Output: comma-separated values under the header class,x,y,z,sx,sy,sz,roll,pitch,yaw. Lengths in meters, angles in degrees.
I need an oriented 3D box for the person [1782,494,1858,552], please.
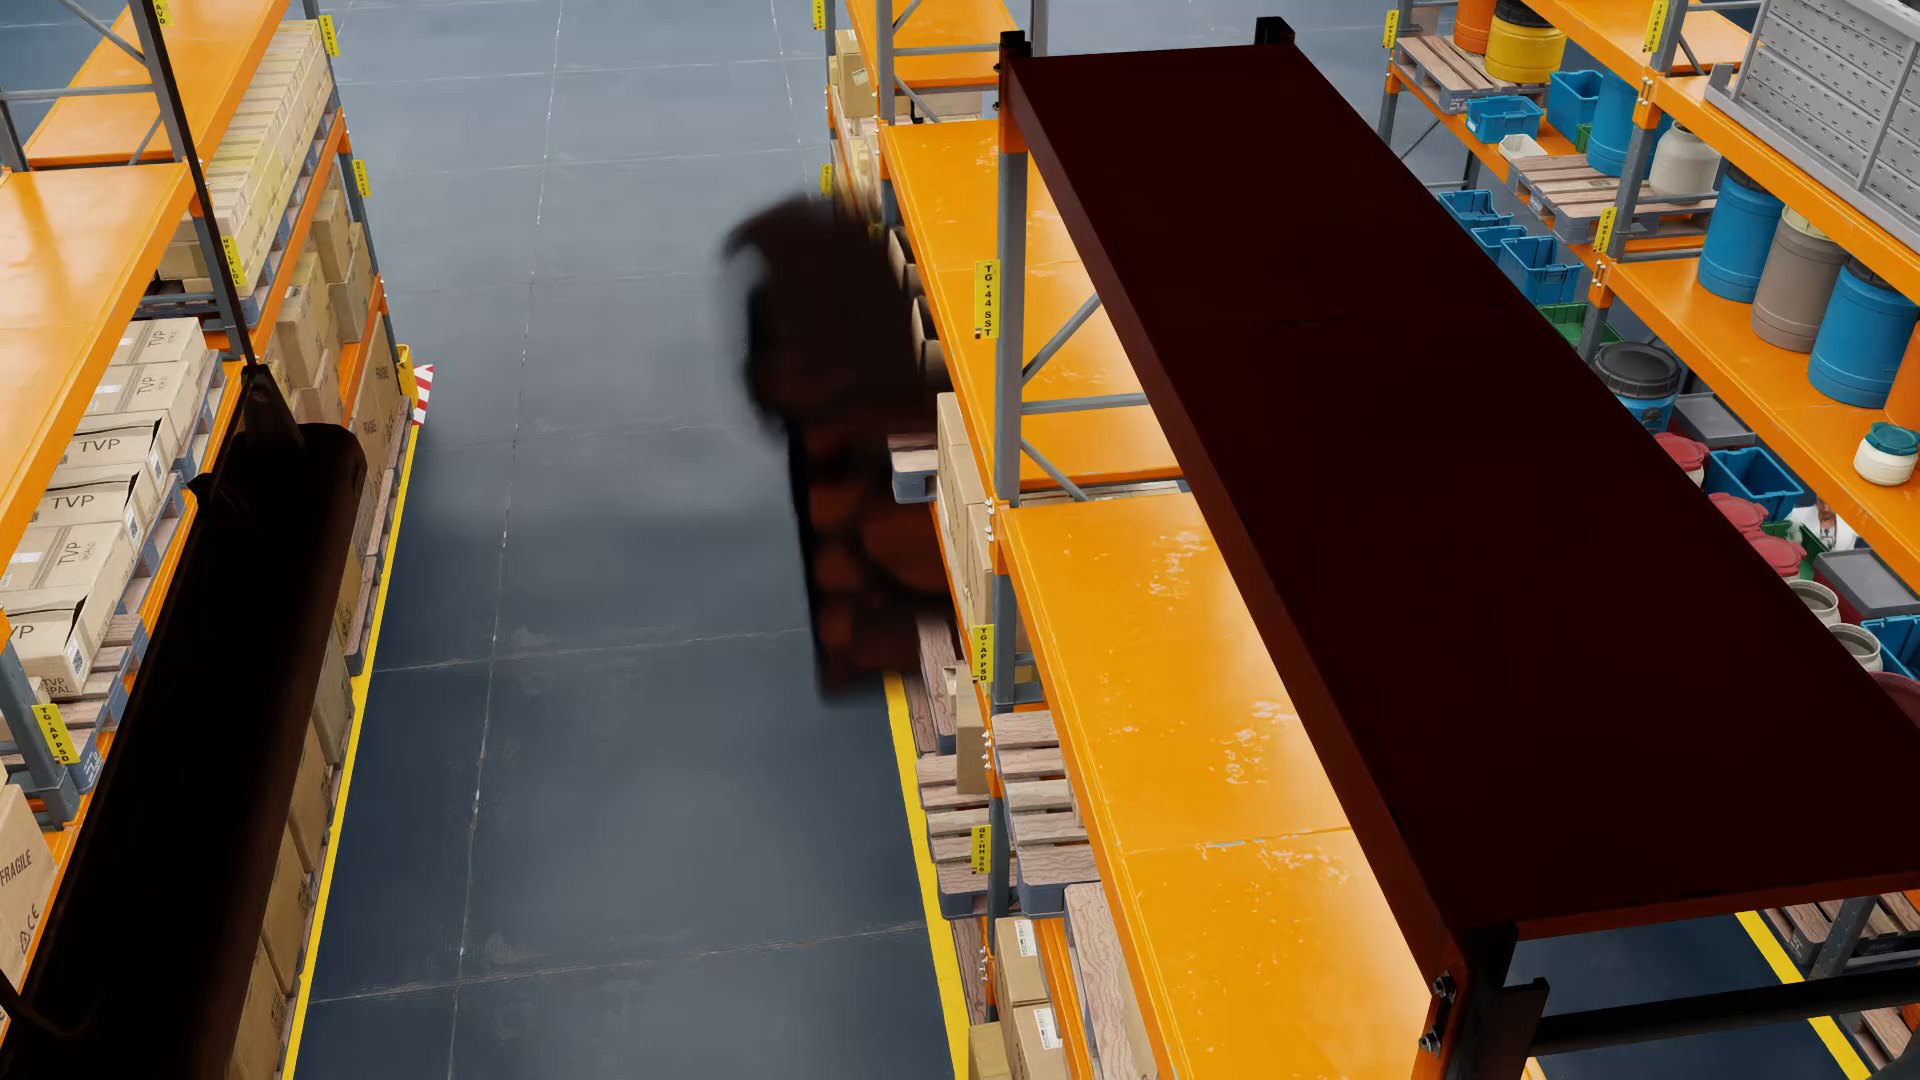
class,x,y,z,sx,sy,sz,roll,pitch,yaw
person,5.776,0.394,11.398,0.644,1.777,0.503,-2,36,-3
